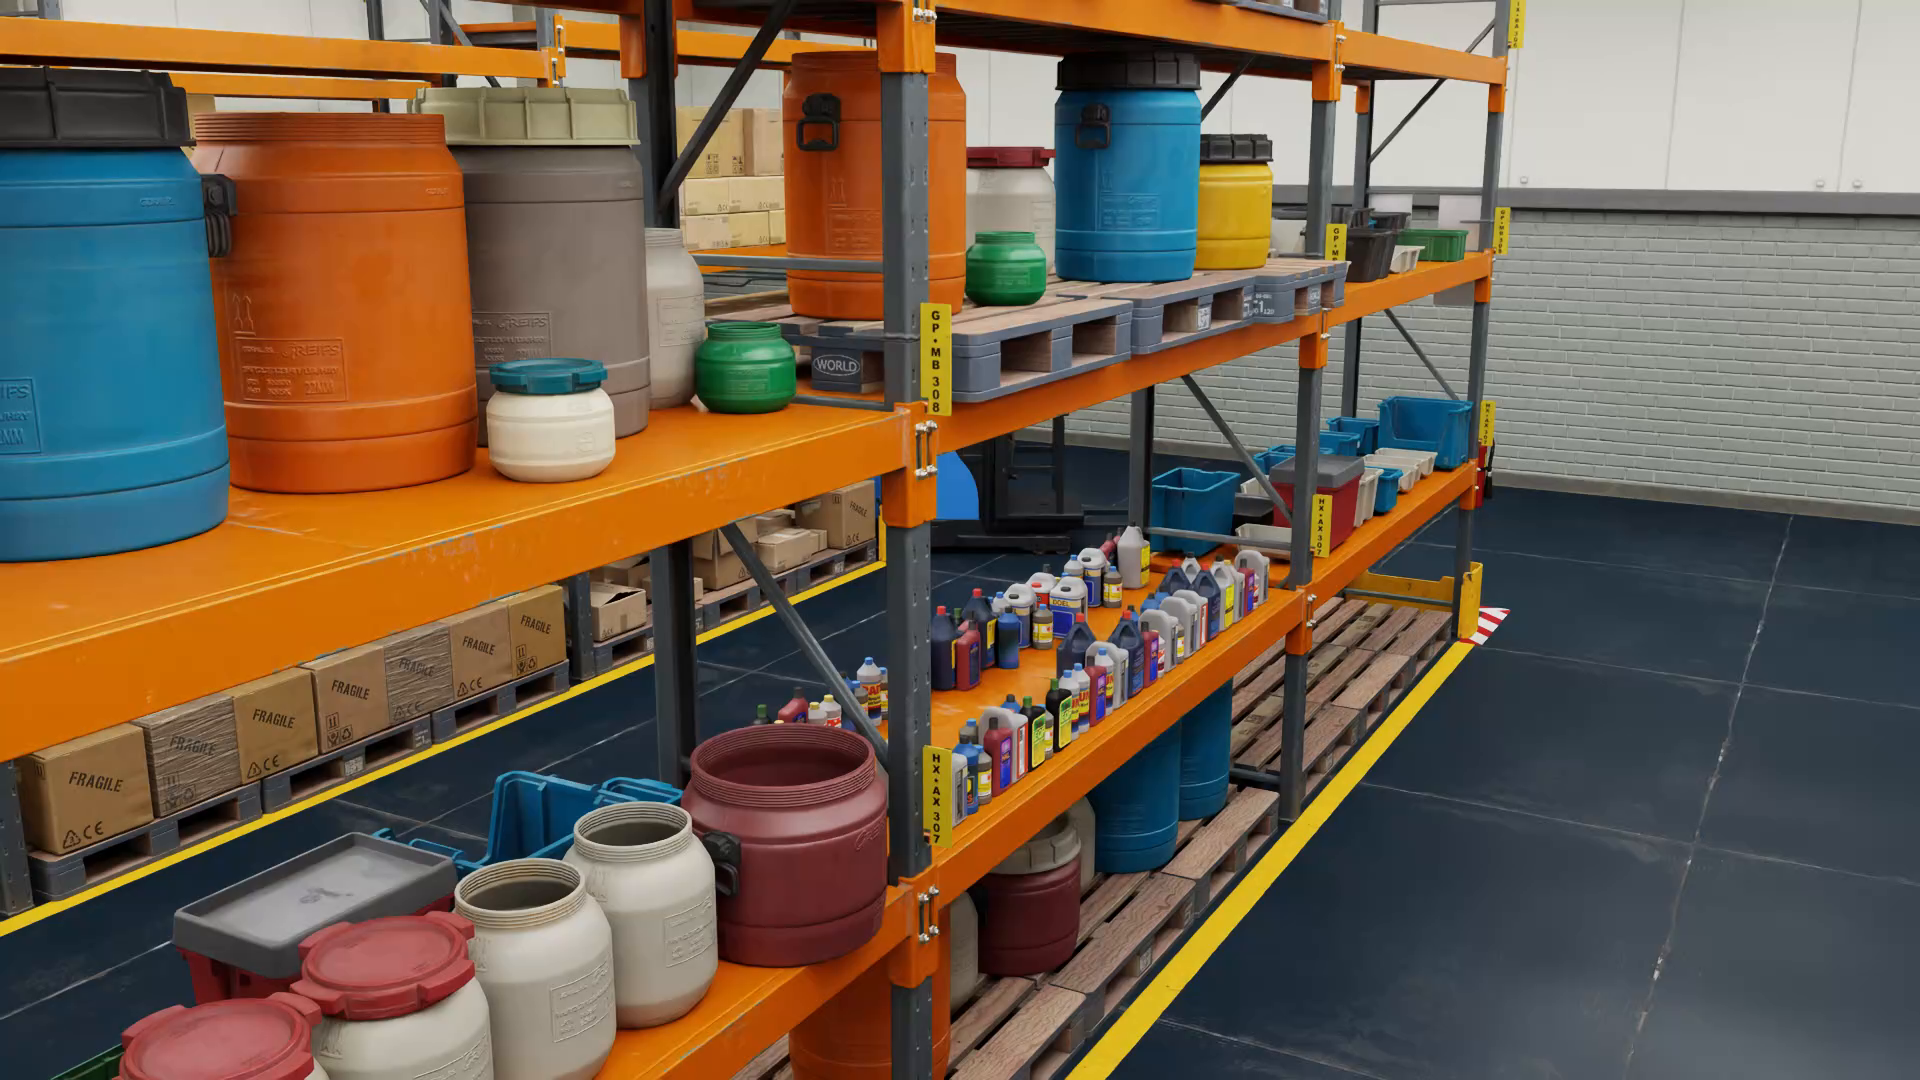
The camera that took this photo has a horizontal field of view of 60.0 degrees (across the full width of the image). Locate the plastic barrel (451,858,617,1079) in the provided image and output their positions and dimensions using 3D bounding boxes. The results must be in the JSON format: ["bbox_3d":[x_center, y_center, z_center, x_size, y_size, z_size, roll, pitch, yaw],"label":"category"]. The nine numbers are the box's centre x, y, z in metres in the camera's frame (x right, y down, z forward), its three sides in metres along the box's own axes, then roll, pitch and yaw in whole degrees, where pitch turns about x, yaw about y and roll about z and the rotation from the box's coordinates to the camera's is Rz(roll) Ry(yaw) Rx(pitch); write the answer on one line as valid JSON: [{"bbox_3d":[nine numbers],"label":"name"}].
[{"bbox_3d":[-1.069,1.087,4.104,0.421,0.512,0.421,0,14,0],"label":"plastic barrel"}]

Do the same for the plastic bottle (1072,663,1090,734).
[{"bbox_3d":[0.464,0.619,6.555,0.097,0.271,0.097,0,14,0],"label":"plastic bottle"}]

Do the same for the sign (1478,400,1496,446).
[{"bbox_3d":[3.802,-0.842,11.995,0.100,0.325,0.005,7,15,28],"label":"sign"}]

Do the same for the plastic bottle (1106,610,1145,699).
[{"bbox_3d":[0.688,0.474,6.988,0.144,0.351,0.185,7,15,28],"label":"plastic bottle"}]

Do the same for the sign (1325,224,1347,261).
[{"bbox_3d":[1.859,-1.401,8.242,0.100,0.325,0.005,7,15,28],"label":"sign"}]

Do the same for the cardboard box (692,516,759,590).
[{"bbox_3d":[-2.052,0.050,13.029,0.797,0.503,0.637,7,15,28],"label":"cardboard box"}]

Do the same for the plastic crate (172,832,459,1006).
[{"bbox_3d":[-1.604,1.085,4.212,0.402,0.464,0.583,7,15,28],"label":"plastic crate"}]

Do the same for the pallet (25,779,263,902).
[{"bbox_3d":[-4.496,1.464,8.727,1.003,0.211,1.213,7,15,28],"label":"pallet"}]

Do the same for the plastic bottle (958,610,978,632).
[{"bbox_3d":[0.026,0.452,7.225,0.061,0.283,0.133,7,15,28],"label":"plastic bottle"}]

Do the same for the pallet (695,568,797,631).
[{"bbox_3d":[-2.034,0.400,13.139,1.003,0.211,1.213,7,15,28],"label":"pallet"}]

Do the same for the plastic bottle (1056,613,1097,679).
[{"bbox_3d":[0.490,0.485,6.945,0.144,0.351,0.185,7,15,28],"label":"plastic bottle"}]

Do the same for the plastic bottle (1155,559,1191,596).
[{"bbox_3d":[1.005,0.270,7.835,0.144,0.351,0.185,7,15,28],"label":"plastic bottle"}]

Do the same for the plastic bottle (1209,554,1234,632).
[{"bbox_3d":[1.221,0.248,7.925,0.144,0.351,0.185,7,15,28],"label":"plastic bottle"}]

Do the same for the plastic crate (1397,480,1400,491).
[{"bbox_3d":[2.684,-0.355,10.755,0.298,0.136,0.250,7,15,28],"label":"plastic crate"}]

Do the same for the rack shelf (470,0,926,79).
[{"bbox_3d":[-1.522,-1.143,3.177,1.077,0.370,4.000,7,15,28],"label":"rack shelf"}]

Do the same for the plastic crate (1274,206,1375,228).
[{"bbox_3d":[2.333,-1.968,10.744,0.504,0.338,0.767,7,15,28],"label":"plastic crate"}]

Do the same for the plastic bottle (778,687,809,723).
[{"bbox_3d":[-0.622,0.697,6.206,0.061,0.283,0.133,7,15,28],"label":"plastic bottle"}]

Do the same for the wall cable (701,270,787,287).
[{"bbox_3d":[-2.313,-4.471,21.221,3.097,2.526,0.112,7,15,28],"label":"wall cable"}]

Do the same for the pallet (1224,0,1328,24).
[{"bbox_3d":[1.005,-2.458,7.503,1.003,0.211,1.213,7,15,28],"label":"pallet"}]

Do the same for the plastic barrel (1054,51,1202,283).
[{"bbox_3d":[0.687,-1.540,6.871,0.600,0.901,0.708,7,15,28],"label":"plastic barrel"}]

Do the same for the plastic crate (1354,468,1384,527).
[{"bbox_3d":[2.278,-0.265,10.075,0.437,0.282,0.530,7,15,28],"label":"plastic crate"}]

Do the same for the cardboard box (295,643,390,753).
[{"bbox_3d":[-3.677,0.880,9.596,0.500,0.500,0.500,7,15,26],"label":"cardboard box"}]

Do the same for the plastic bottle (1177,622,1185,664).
[{"bbox_3d":[0.953,0.446,7.425,0.097,0.201,0.097,0,14,0],"label":"plastic bottle"}]

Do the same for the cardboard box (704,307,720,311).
[{"bbox_3d":[-2.205,-1.543,12.903,0.500,0.500,0.500,7,15,28],"label":"cardboard box"}]

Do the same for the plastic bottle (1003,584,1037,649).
[{"bbox_3d":[0.261,0.348,7.670,0.152,0.276,0.135,7,15,28],"label":"plastic bottle"}]

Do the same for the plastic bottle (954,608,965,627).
[{"bbox_3d":[-0.027,0.445,7.253,0.061,0.283,0.133,7,15,28],"label":"plastic bottle"}]

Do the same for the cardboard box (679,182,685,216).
[{"bbox_3d":[-2.263,-2.366,11.517,0.500,0.250,0.500,7,15,28],"label":"cardboard box"}]

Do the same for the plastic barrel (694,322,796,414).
[{"bbox_3d":[-0.630,-0.507,4.884,0.294,0.245,0.294,0,14,0],"label":"plastic barrel"}]

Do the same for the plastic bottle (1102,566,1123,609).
[{"bbox_3d":[0.762,0.232,8.309,0.097,0.201,0.097,0,14,0],"label":"plastic bottle"}]

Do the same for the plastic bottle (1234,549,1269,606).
[{"bbox_3d":[1.471,0.176,8.382,0.152,0.276,0.135,7,15,28],"label":"plastic bottle"}]

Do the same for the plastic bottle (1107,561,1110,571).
[{"bbox_3d":[0.723,0.175,8.547,0.097,0.201,0.097,0,14,0],"label":"plastic bottle"}]

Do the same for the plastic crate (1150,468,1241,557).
[{"bbox_3d":[1.306,-0.157,9.408,0.392,0.384,0.575,7,15,28],"label":"plastic crate"}]

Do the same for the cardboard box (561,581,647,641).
[{"bbox_3d":[-2.564,0.468,11.705,0.500,0.311,0.500,7,15,28],"label":"cardboard box"}]

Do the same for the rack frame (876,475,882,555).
[{"bbox_3d":[-1.022,-1.384,14.590,1.000,3.000,0.127,7,15,28],"label":"rack frame"}]

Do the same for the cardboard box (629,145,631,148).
[{"bbox_3d":[-2.388,-2.747,11.496,0.700,0.500,0.500,7,15,28],"label":"cardboard box"}]

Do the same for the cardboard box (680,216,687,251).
[{"bbox_3d":[-2.259,-2.122,11.573,0.500,0.250,0.500,7,15,28],"label":"cardboard box"}]

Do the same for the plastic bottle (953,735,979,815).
[{"bbox_3d":[0.017,0.809,5.768,0.097,0.271,0.097,0,14,0],"label":"plastic bottle"}]

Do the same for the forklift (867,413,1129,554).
[{"bbox_3d":[0.623,-1.423,14.900,3.031,2.935,1.130,0,14,1],"label":"forklift"}]

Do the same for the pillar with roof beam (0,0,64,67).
[{"bbox_3d":[-3.944,-3.794,11.787,9.100,9.000,0.400,7,15,28],"label":"pillar with roof beam"}]

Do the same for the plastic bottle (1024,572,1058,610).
[{"bbox_3d":[0.374,0.301,7.867,0.152,0.276,0.135,7,15,28],"label":"plastic bottle"}]

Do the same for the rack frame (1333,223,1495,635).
[{"bbox_3d":[3.312,-0.822,12.259,1.000,3.000,0.127,7,15,28],"label":"rack frame"}]

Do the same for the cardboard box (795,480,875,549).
[{"bbox_3d":[-1.069,-0.243,14.253,0.500,0.500,0.500,7,15,28],"label":"cardboard box"}]

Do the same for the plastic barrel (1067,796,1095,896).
[{"bbox_3d":[0.407,1.365,7.601,0.421,0.512,0.421,0,14,0],"label":"plastic barrel"}]

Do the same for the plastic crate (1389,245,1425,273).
[{"bbox_3d":[2.530,-1.700,10.064,0.437,0.136,0.530,7,15,28],"label":"plastic crate"}]

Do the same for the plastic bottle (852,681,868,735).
[{"bbox_3d":[-0.409,0.656,6.554,0.097,0.201,0.097,0,14,0],"label":"plastic bottle"}]

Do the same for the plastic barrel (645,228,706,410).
[{"bbox_3d":[-0.974,-0.664,4.966,0.421,0.512,0.421,0,14,0],"label":"plastic barrel"}]

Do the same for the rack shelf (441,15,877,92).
[{"bbox_3d":[-1.989,-3.539,12.270,1.077,0.370,4.000,7,15,28],"label":"rack shelf"}]

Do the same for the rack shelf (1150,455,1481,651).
[{"bbox_3d":[2.345,-0.062,10.642,1.077,0.370,4.000,7,15,28],"label":"rack shelf"}]

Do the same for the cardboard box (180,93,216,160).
[{"bbox_3d":[-4.180,-2.034,8.538,0.500,0.500,0.500,7,15,28],"label":"cardboard box"}]

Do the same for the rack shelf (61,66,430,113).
[{"bbox_3d":[-6.327,-3.906,14.641,1.077,0.370,4.000,7,15,28],"label":"rack shelf"}]

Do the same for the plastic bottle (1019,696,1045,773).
[{"bbox_3d":[0.265,0.707,6.168,0.061,0.283,0.133,7,15,28],"label":"plastic bottle"}]

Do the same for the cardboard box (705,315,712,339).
[{"bbox_3d":[-1.984,-1.374,12.203,0.500,0.500,0.500,7,15,26],"label":"cardboard box"}]

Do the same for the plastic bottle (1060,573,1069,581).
[{"bbox_3d":[0.517,0.263,8.184,0.097,0.201,0.097,0,14,0],"label":"plastic bottle"}]

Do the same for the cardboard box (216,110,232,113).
[{"bbox_3d":[-6.461,-3.347,13.943,0.500,0.500,0.500,7,15,27],"label":"cardboard box"}]

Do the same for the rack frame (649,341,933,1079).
[{"bbox_3d":[-0.555,0.819,5.451,1.000,3.000,0.127,7,15,28],"label":"rack frame"}]

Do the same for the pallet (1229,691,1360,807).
[{"bbox_3d":[1.700,1.199,9.826,1.003,0.211,1.213,7,15,28],"label":"pallet"}]

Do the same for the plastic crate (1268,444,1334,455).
[{"bbox_3d":[2.268,-0.486,11.096,0.416,0.233,0.300,7,15,28],"label":"plastic crate"}]
